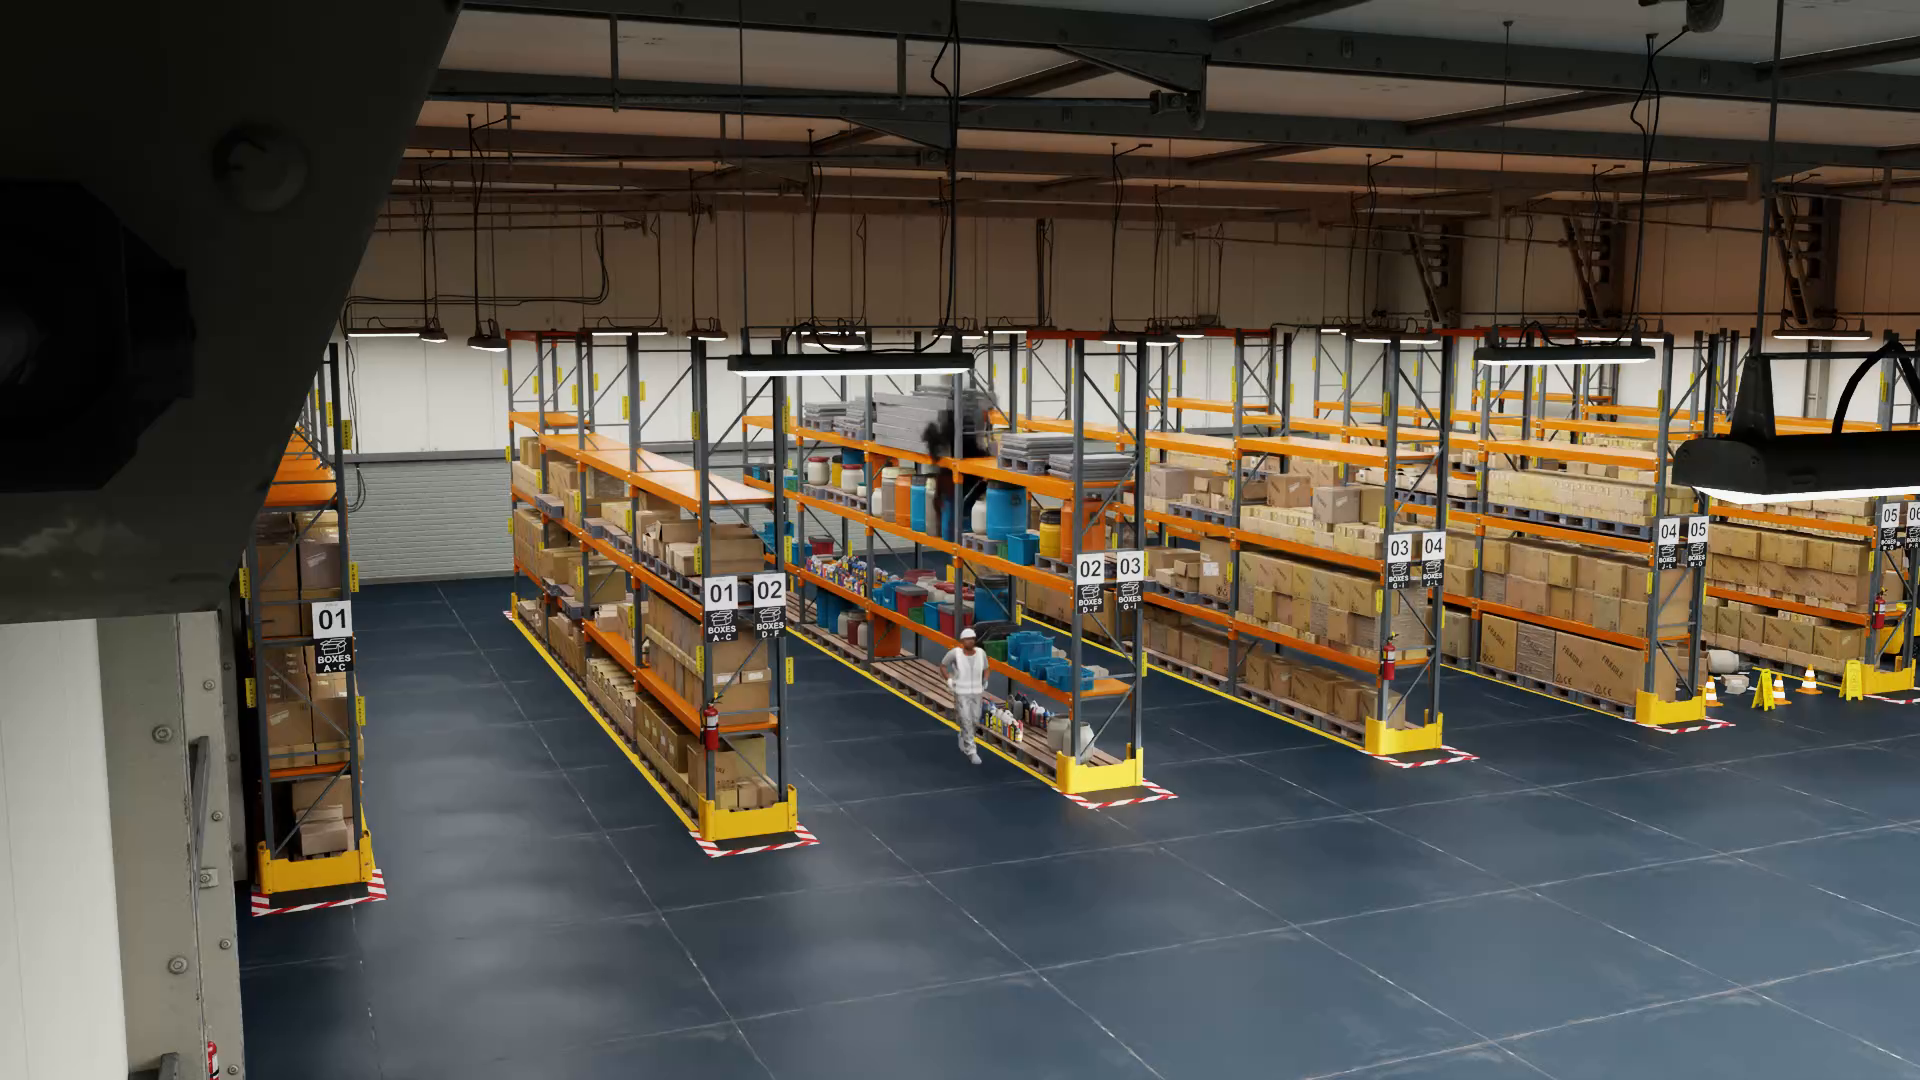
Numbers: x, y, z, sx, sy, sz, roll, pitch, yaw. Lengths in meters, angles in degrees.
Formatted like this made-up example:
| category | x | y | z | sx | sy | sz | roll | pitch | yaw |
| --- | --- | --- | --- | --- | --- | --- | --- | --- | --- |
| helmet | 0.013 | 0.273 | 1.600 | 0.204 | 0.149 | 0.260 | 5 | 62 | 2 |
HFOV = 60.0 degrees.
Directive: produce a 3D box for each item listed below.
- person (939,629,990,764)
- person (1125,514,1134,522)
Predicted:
| category | x | y | z | sx | sy | sz | roll | pitch | yaw |
| --- | --- | --- | --- | --- | --- | --- | --- | --- | --- |
| person | 0.106 | 2.093 | 22.642 | 0.680 | 1.790 | 0.827 | -3 | 8 | -20 |
| person | 4.130 | -0.142 | 41.663 | 0.760 | 1.605 | 0.860 | -2 | 8 | -17 |
